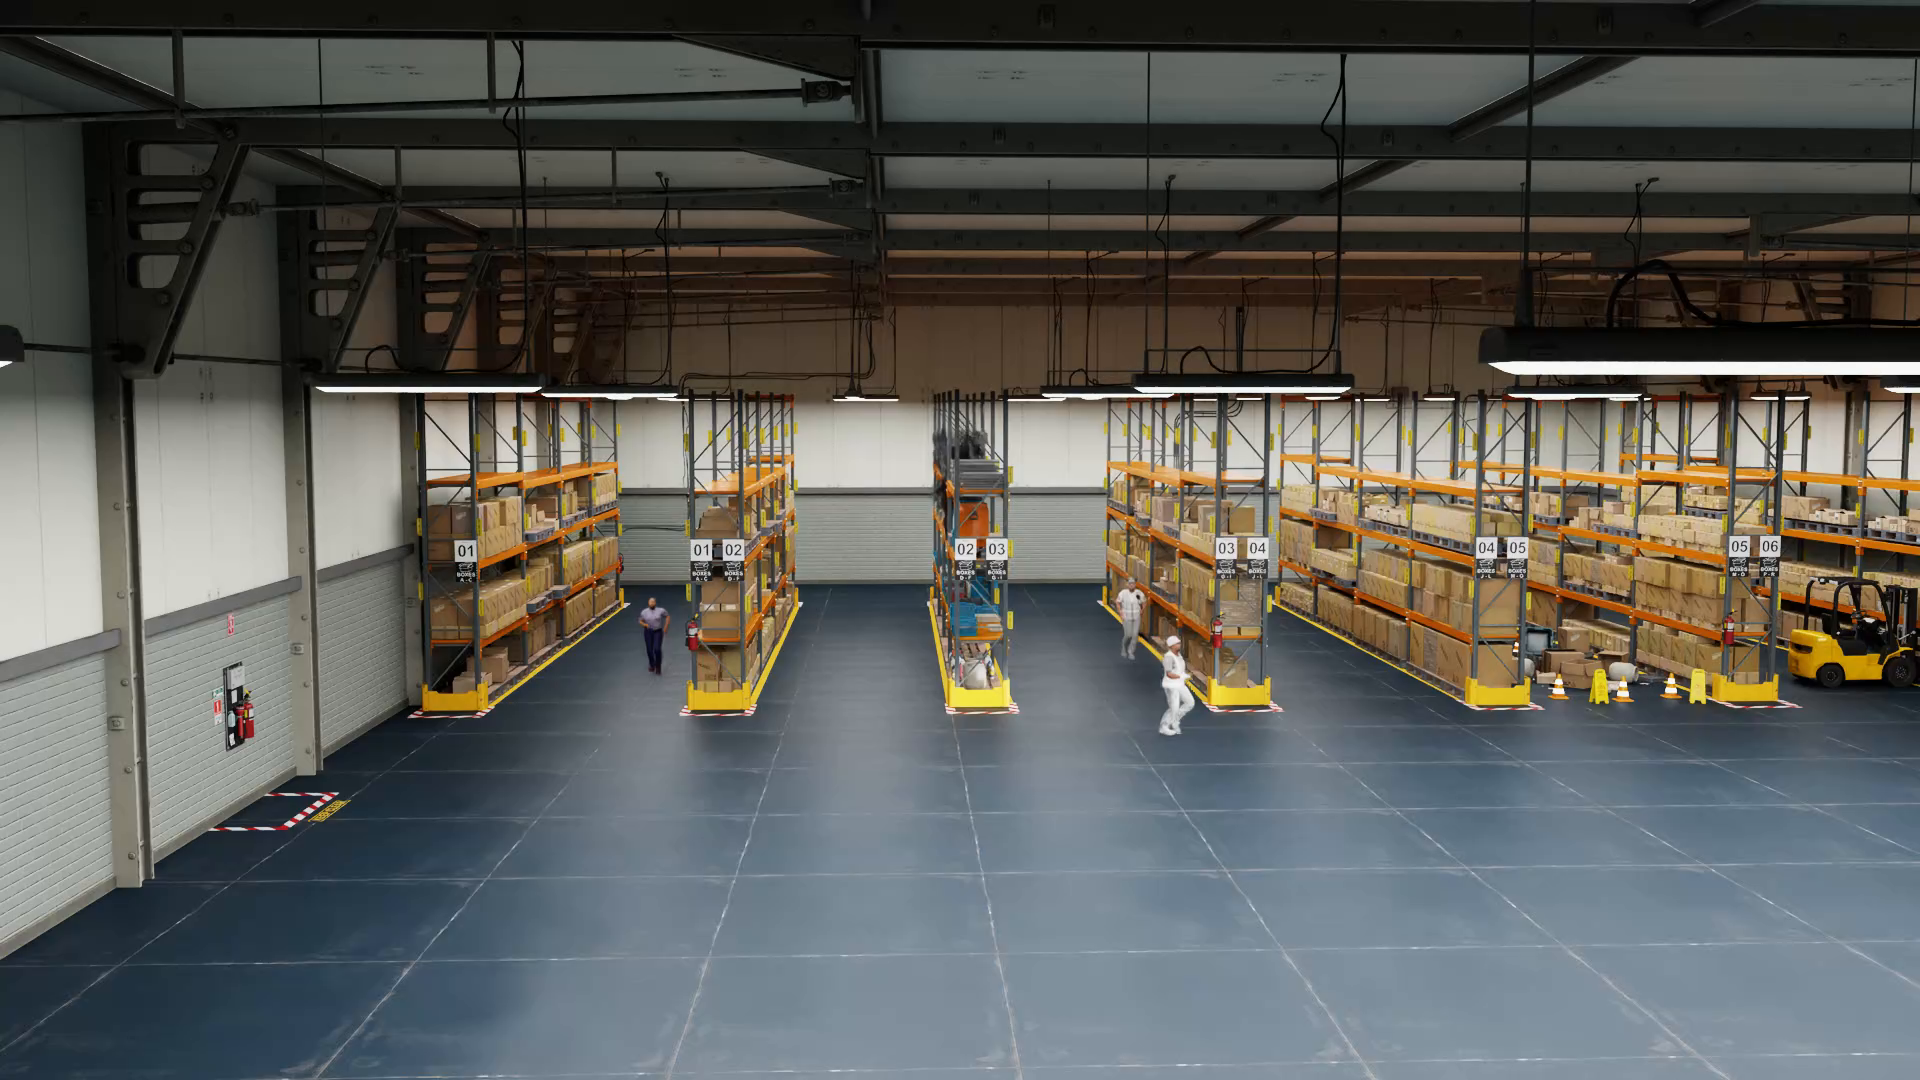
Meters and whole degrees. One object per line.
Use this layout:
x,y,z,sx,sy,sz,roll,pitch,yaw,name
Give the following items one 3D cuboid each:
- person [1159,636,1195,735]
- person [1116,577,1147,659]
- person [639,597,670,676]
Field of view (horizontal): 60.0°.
3.708,2.510,28.648,0.605,1.737,0.665,3,6,32,person
3.683,1.665,35.562,0.650,1.773,0.591,0,5,-3,person
-6.488,2.093,35.246,0.613,1.616,0.711,0,5,-1,person
